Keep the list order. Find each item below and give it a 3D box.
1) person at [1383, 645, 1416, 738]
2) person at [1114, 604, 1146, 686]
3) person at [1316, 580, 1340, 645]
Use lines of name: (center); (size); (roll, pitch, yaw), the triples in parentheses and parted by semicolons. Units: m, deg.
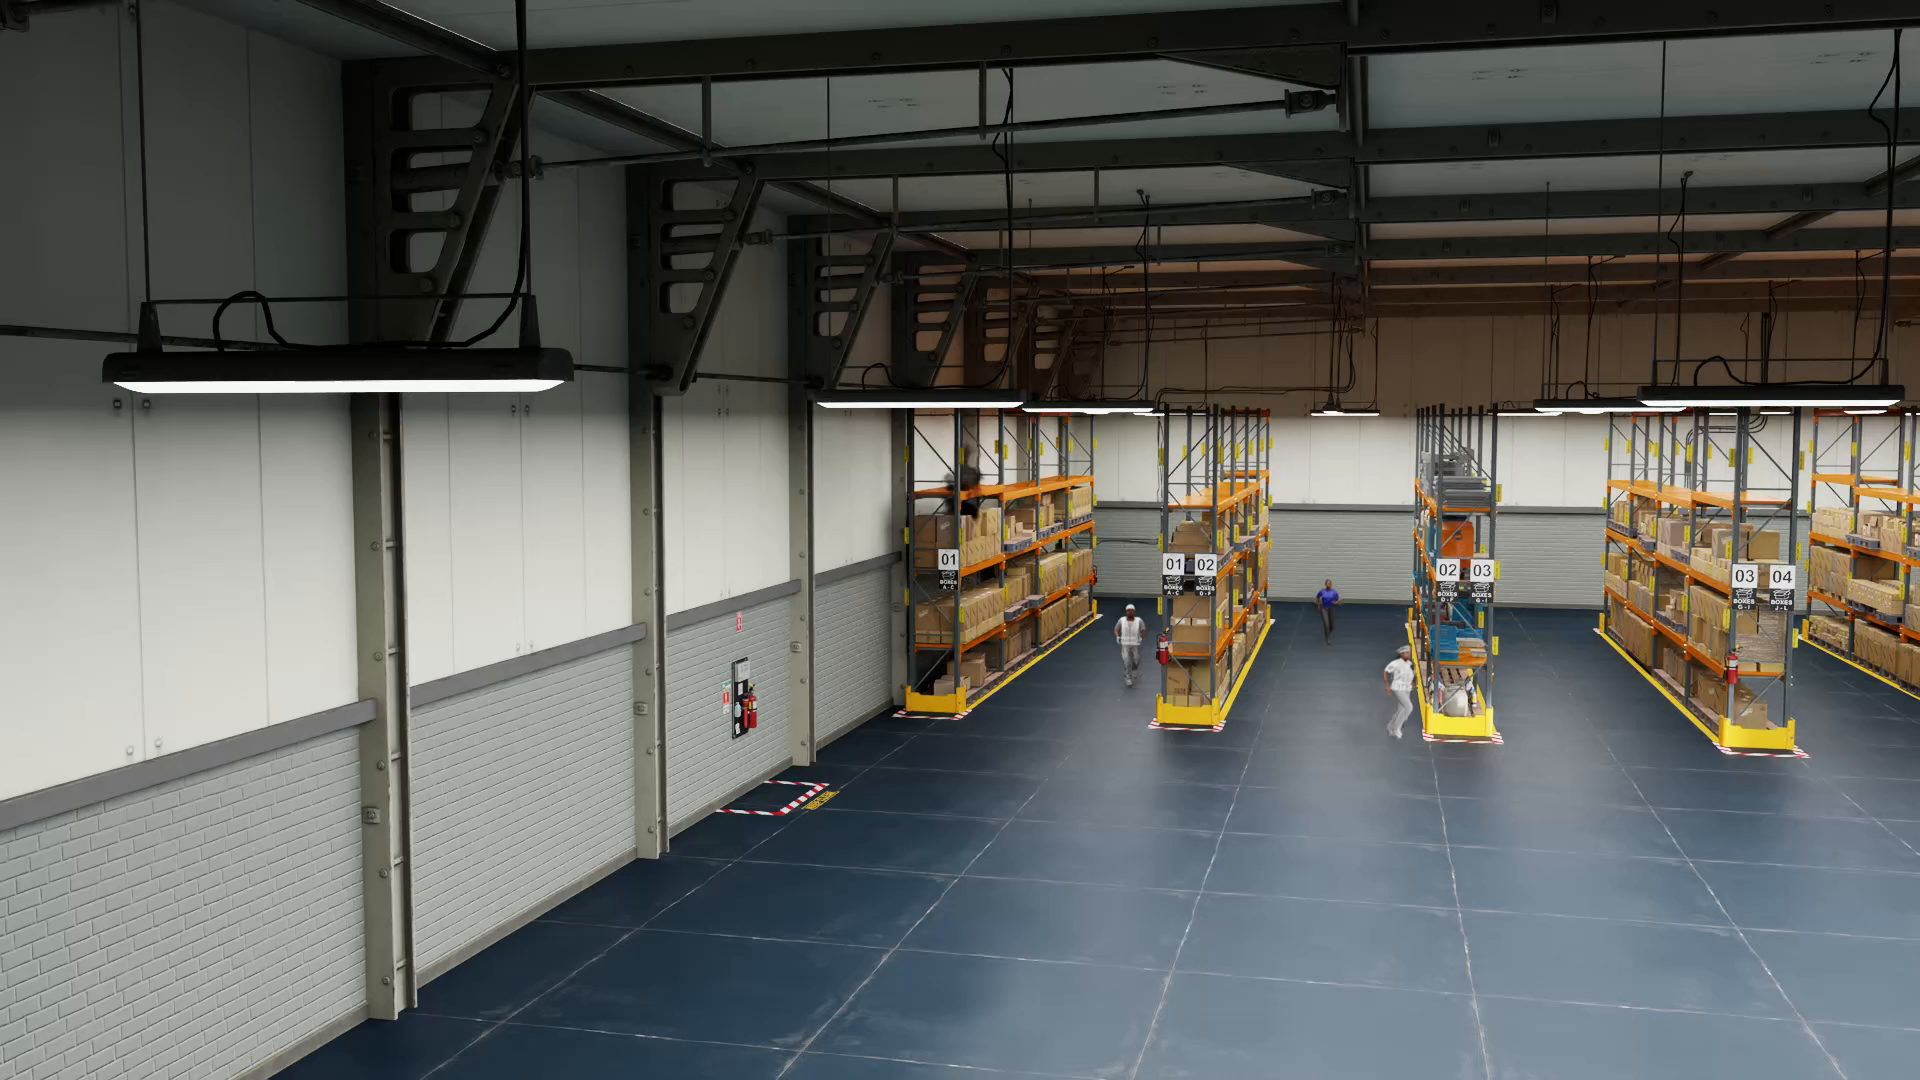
person: (7.964, 2.712, 29.834); (0.566, 1.650, 0.598); (-3, 5, -32)
person: (3.652, 2.251, 35.789); (0.685, 1.735, 0.667); (0, 4, 5)
person: (9.342, 1.816, 42.223); (0.578, 1.634, 0.846); (0, 4, 4)
